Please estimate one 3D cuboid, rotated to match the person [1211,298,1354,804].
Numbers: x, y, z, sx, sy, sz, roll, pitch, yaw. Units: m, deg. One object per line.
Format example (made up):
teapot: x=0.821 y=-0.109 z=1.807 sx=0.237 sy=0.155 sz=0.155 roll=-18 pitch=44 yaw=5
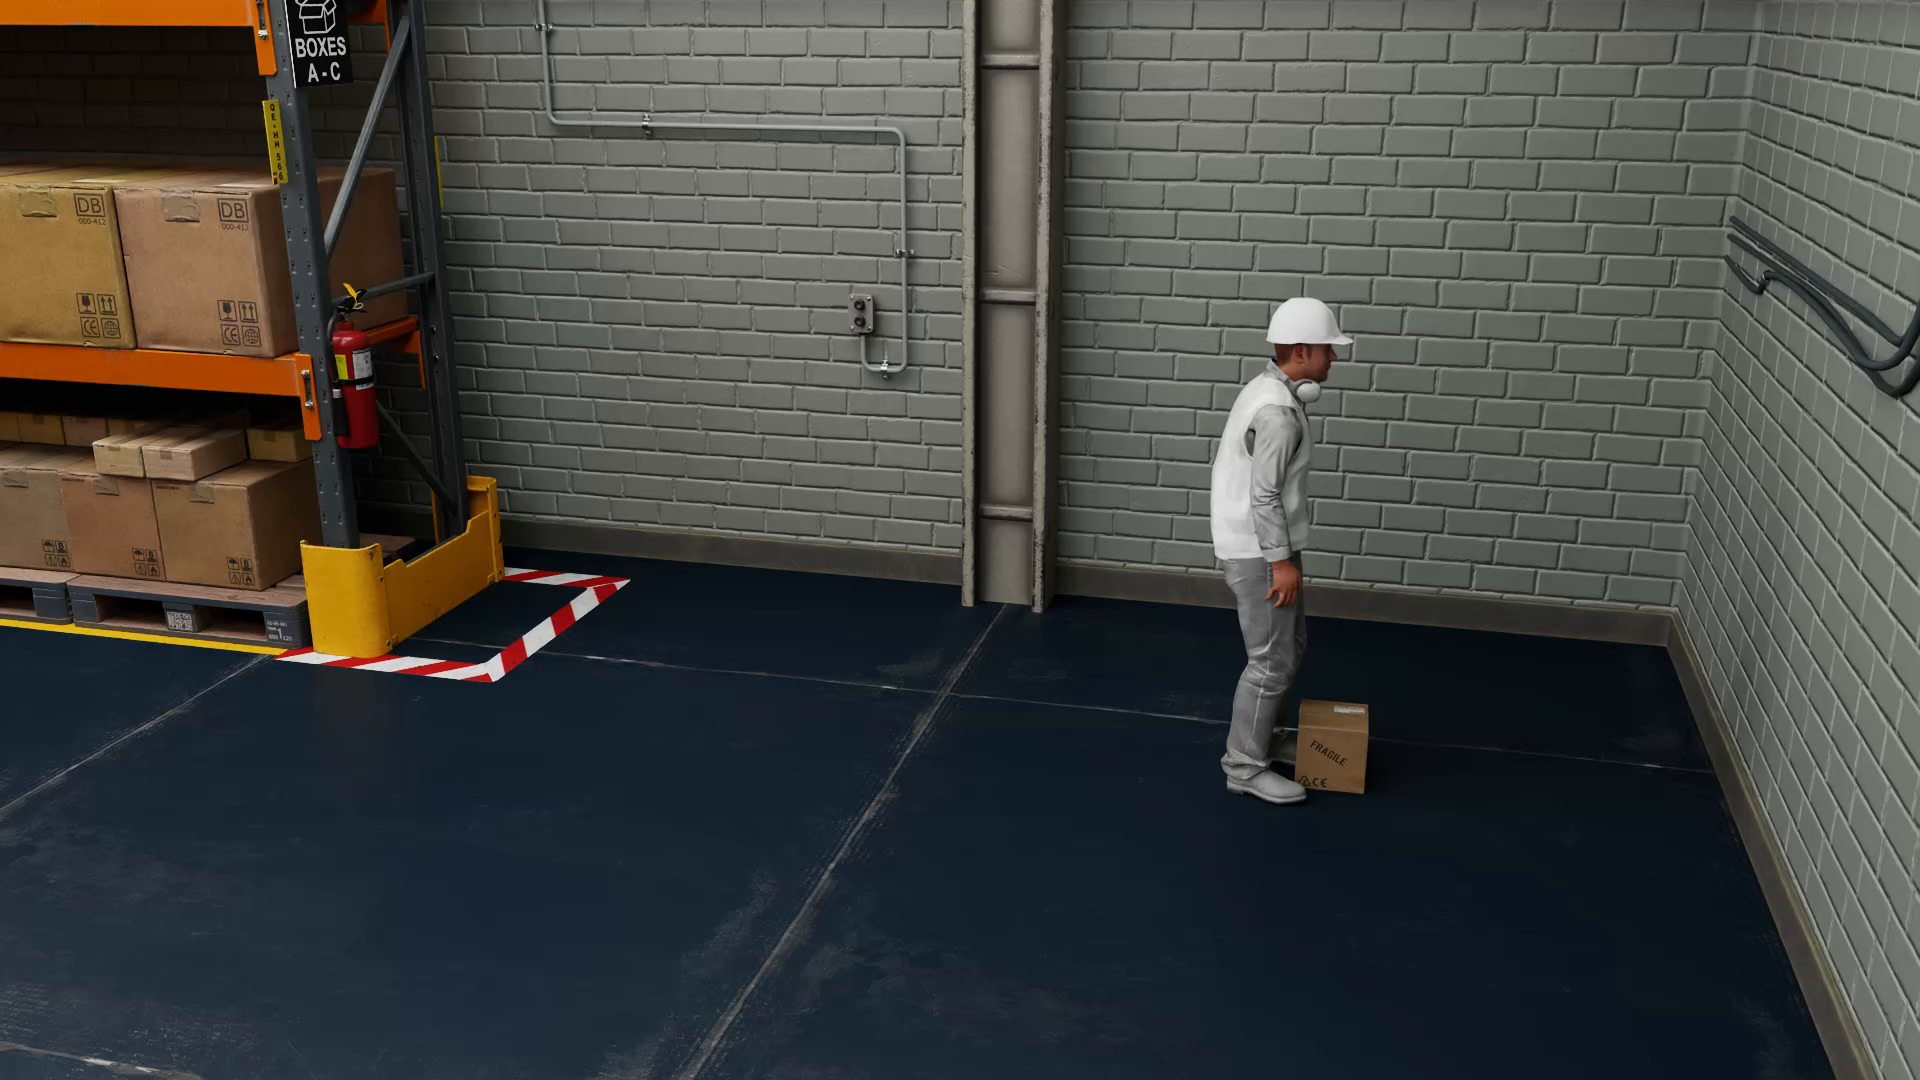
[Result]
person: x=1.126 y=0.016 z=5.962 sx=0.465 sy=1.772 sz=0.590 roll=4 pitch=19 yaw=11
